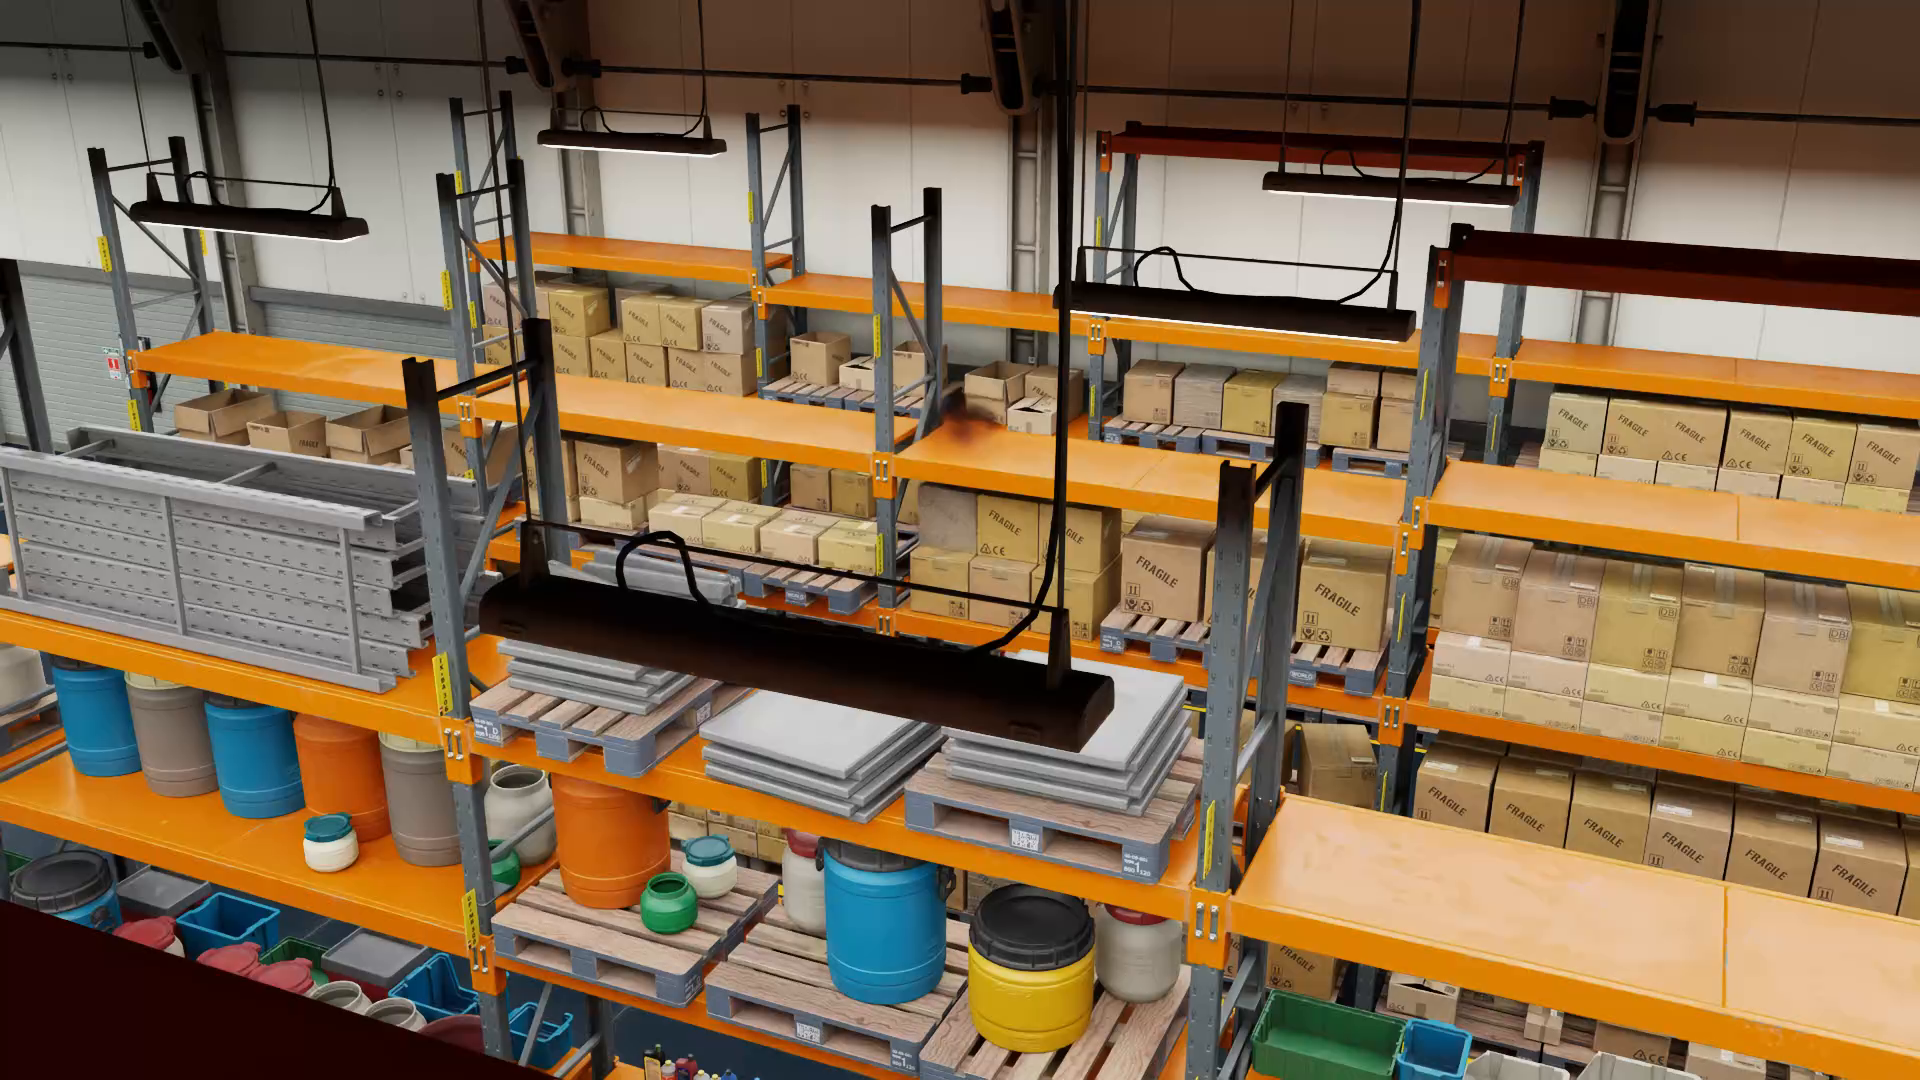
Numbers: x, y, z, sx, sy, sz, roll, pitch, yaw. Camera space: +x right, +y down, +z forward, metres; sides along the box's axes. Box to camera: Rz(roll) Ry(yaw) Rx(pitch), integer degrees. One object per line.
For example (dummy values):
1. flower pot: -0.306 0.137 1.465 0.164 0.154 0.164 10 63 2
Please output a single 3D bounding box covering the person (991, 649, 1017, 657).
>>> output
1. person: 0.543 1.464 16.336 0.530 1.711 0.668 -11 23 -27
